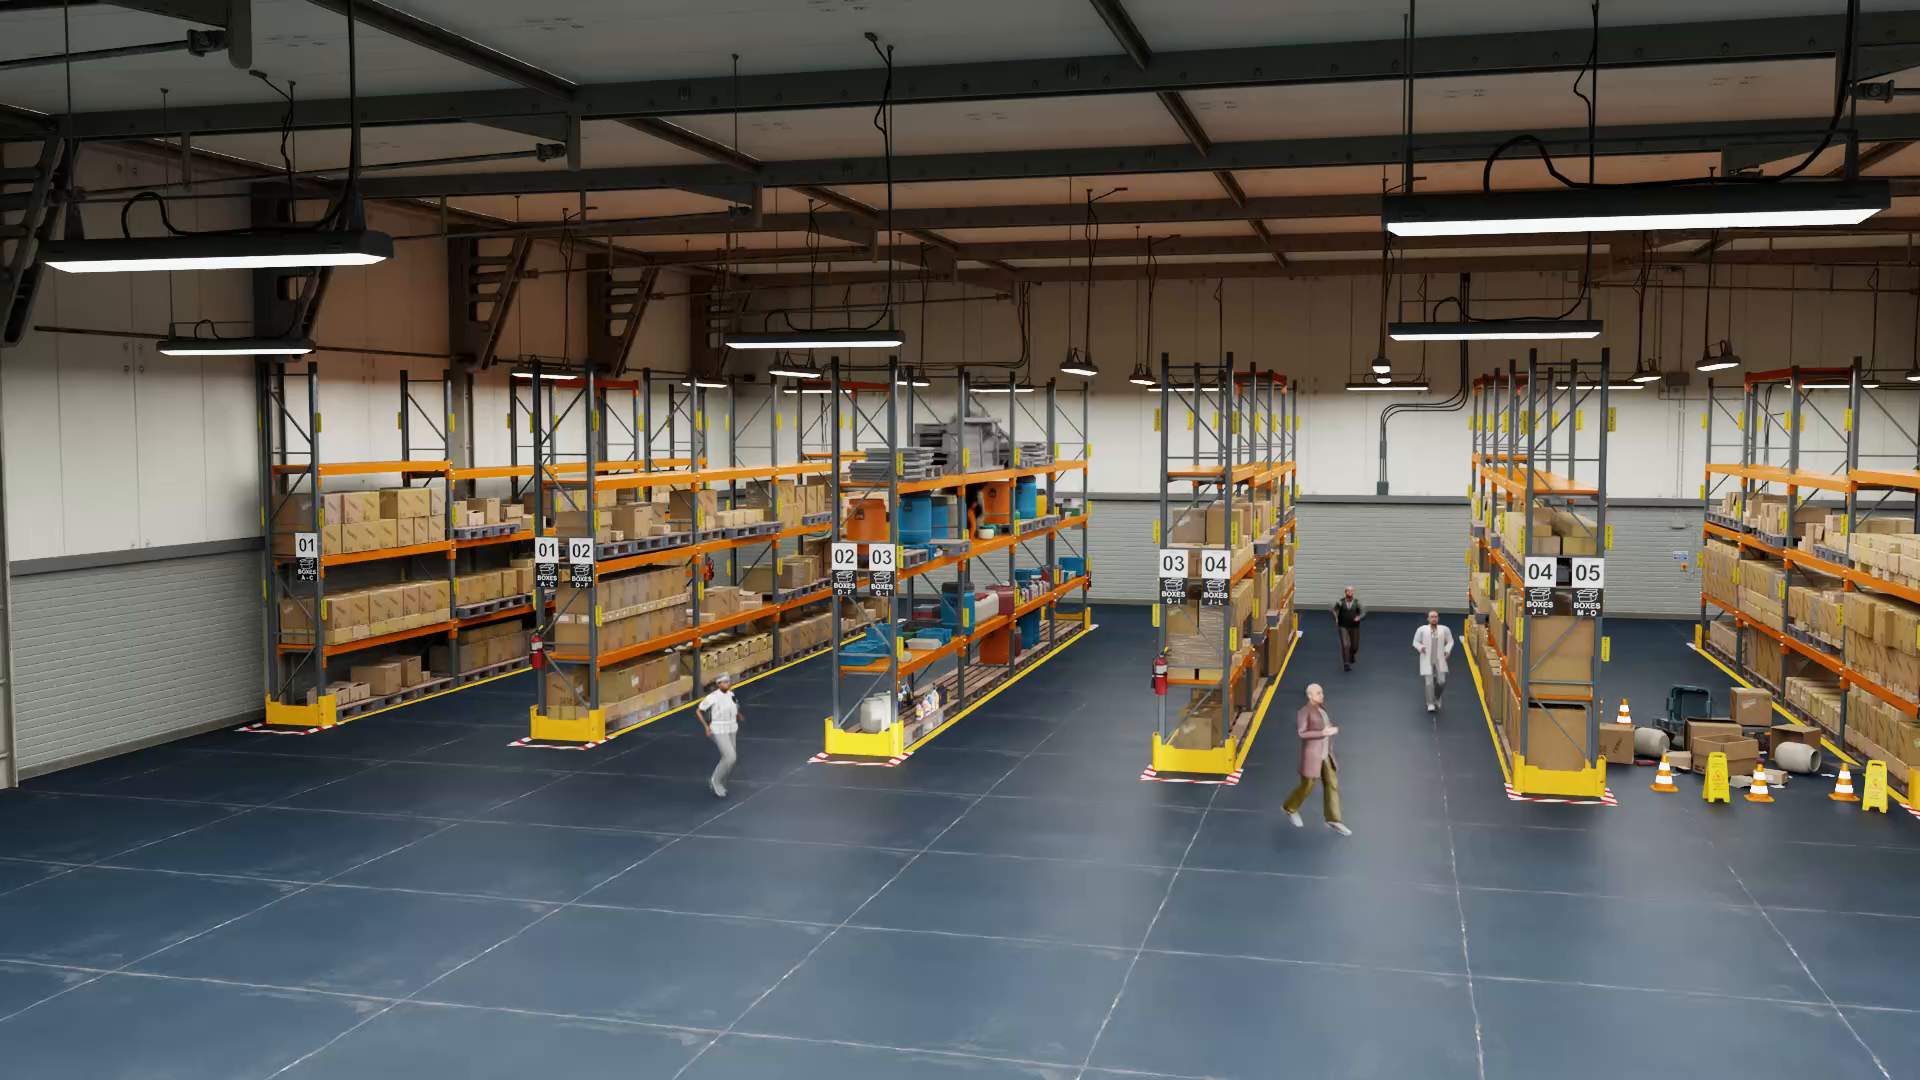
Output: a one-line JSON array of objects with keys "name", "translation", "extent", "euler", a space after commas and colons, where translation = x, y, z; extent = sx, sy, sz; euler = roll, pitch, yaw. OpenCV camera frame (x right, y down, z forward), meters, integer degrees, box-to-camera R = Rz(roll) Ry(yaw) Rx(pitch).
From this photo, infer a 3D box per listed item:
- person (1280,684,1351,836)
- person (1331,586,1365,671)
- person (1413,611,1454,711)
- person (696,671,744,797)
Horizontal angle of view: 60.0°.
[{"name": "person", "translation": [4.340, 2.649, 20.293], "extent": [0.698, 1.792, 0.969], "euler": [-3, 5, -39]}, {"name": "person", "translation": [7.890, 1.784, 33.787], "extent": [0.668, 1.689, 0.803], "euler": [1, 4, 8]}, {"name": "person", "translation": [8.209, 2.102, 28.816], "extent": [0.702, 1.730, 0.649], "euler": [1, 4, 10]}, {"name": "person", "translation": [-3.136, 2.594, 22.243], "extent": [0.652, 1.685, 0.555], "euler": [3, 5, 36]}]
